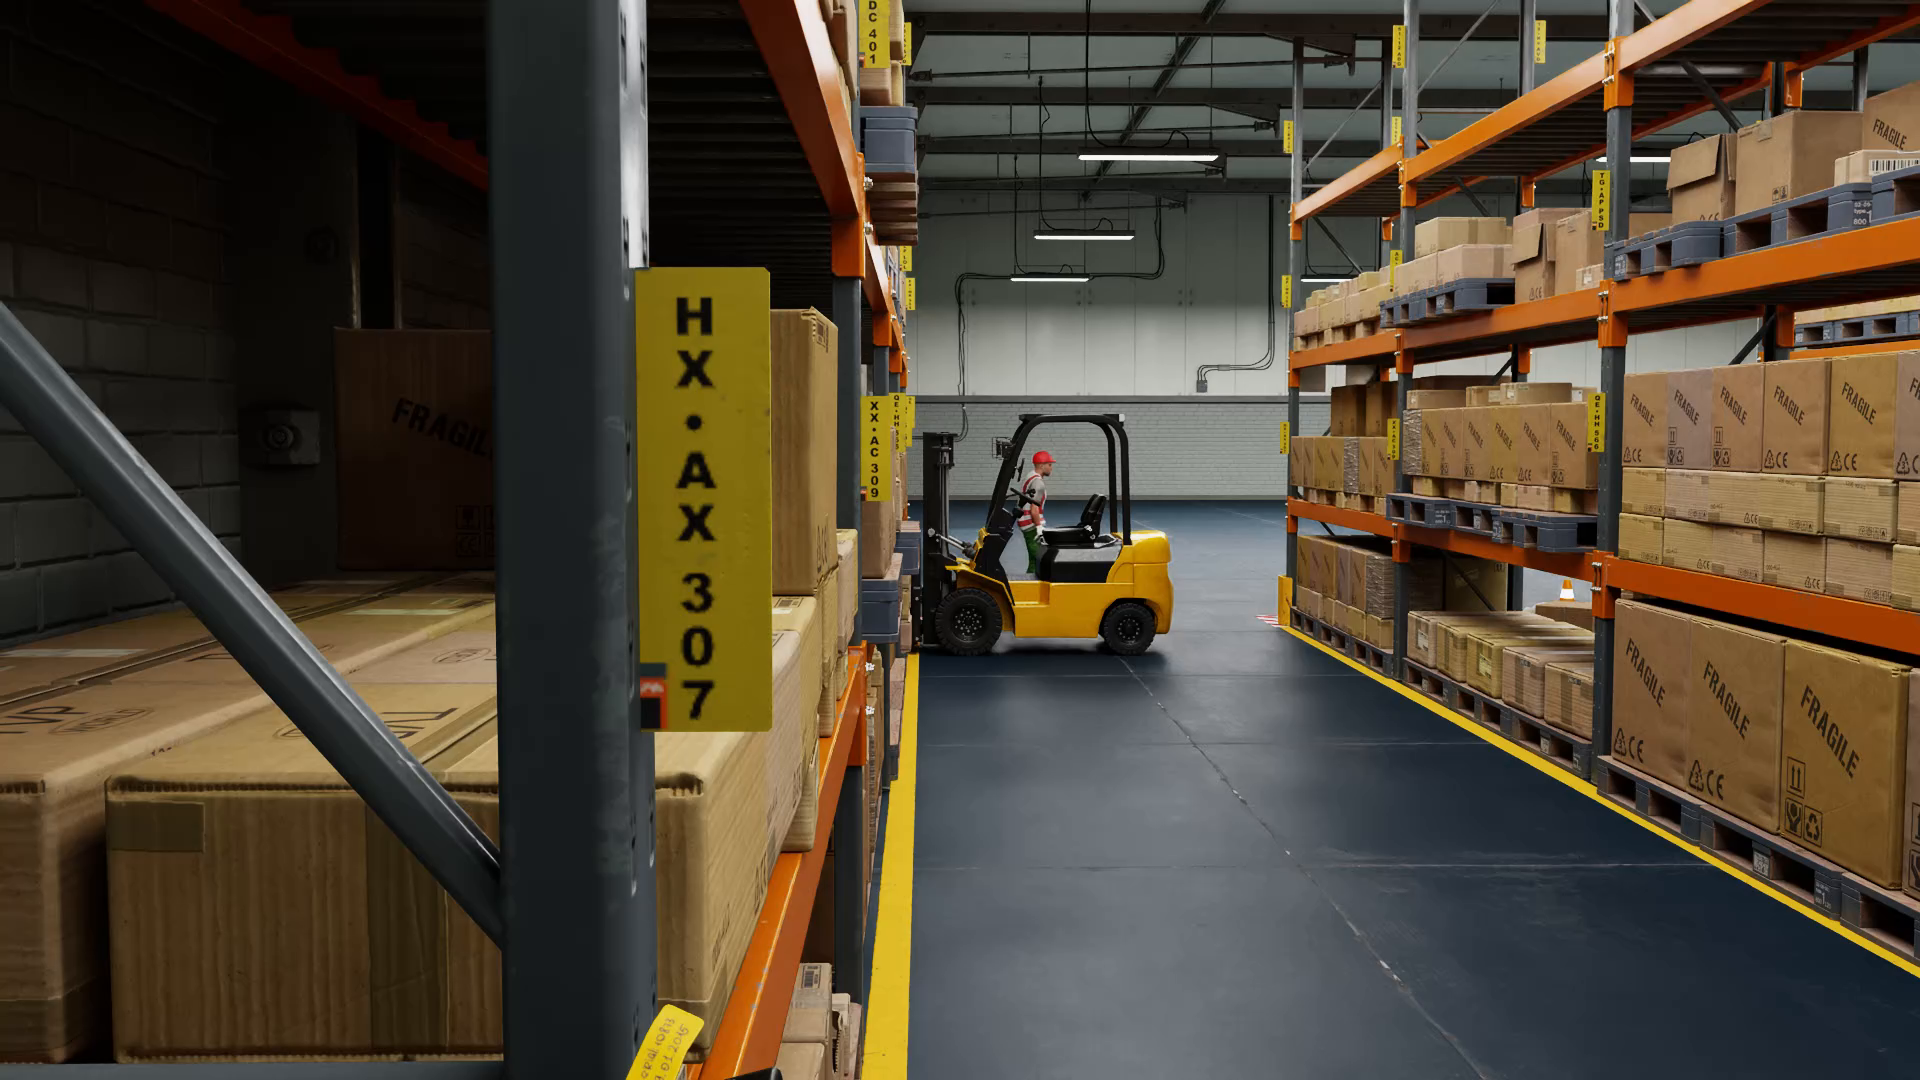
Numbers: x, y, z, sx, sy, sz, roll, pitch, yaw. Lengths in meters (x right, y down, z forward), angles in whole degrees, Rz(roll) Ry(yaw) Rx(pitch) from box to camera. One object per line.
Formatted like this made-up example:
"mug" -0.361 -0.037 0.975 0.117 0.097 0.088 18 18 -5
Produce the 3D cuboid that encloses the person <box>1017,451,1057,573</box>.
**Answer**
"person" 0.881 -0.120 18.921 0.454 1.779 0.610 0 4 -2
